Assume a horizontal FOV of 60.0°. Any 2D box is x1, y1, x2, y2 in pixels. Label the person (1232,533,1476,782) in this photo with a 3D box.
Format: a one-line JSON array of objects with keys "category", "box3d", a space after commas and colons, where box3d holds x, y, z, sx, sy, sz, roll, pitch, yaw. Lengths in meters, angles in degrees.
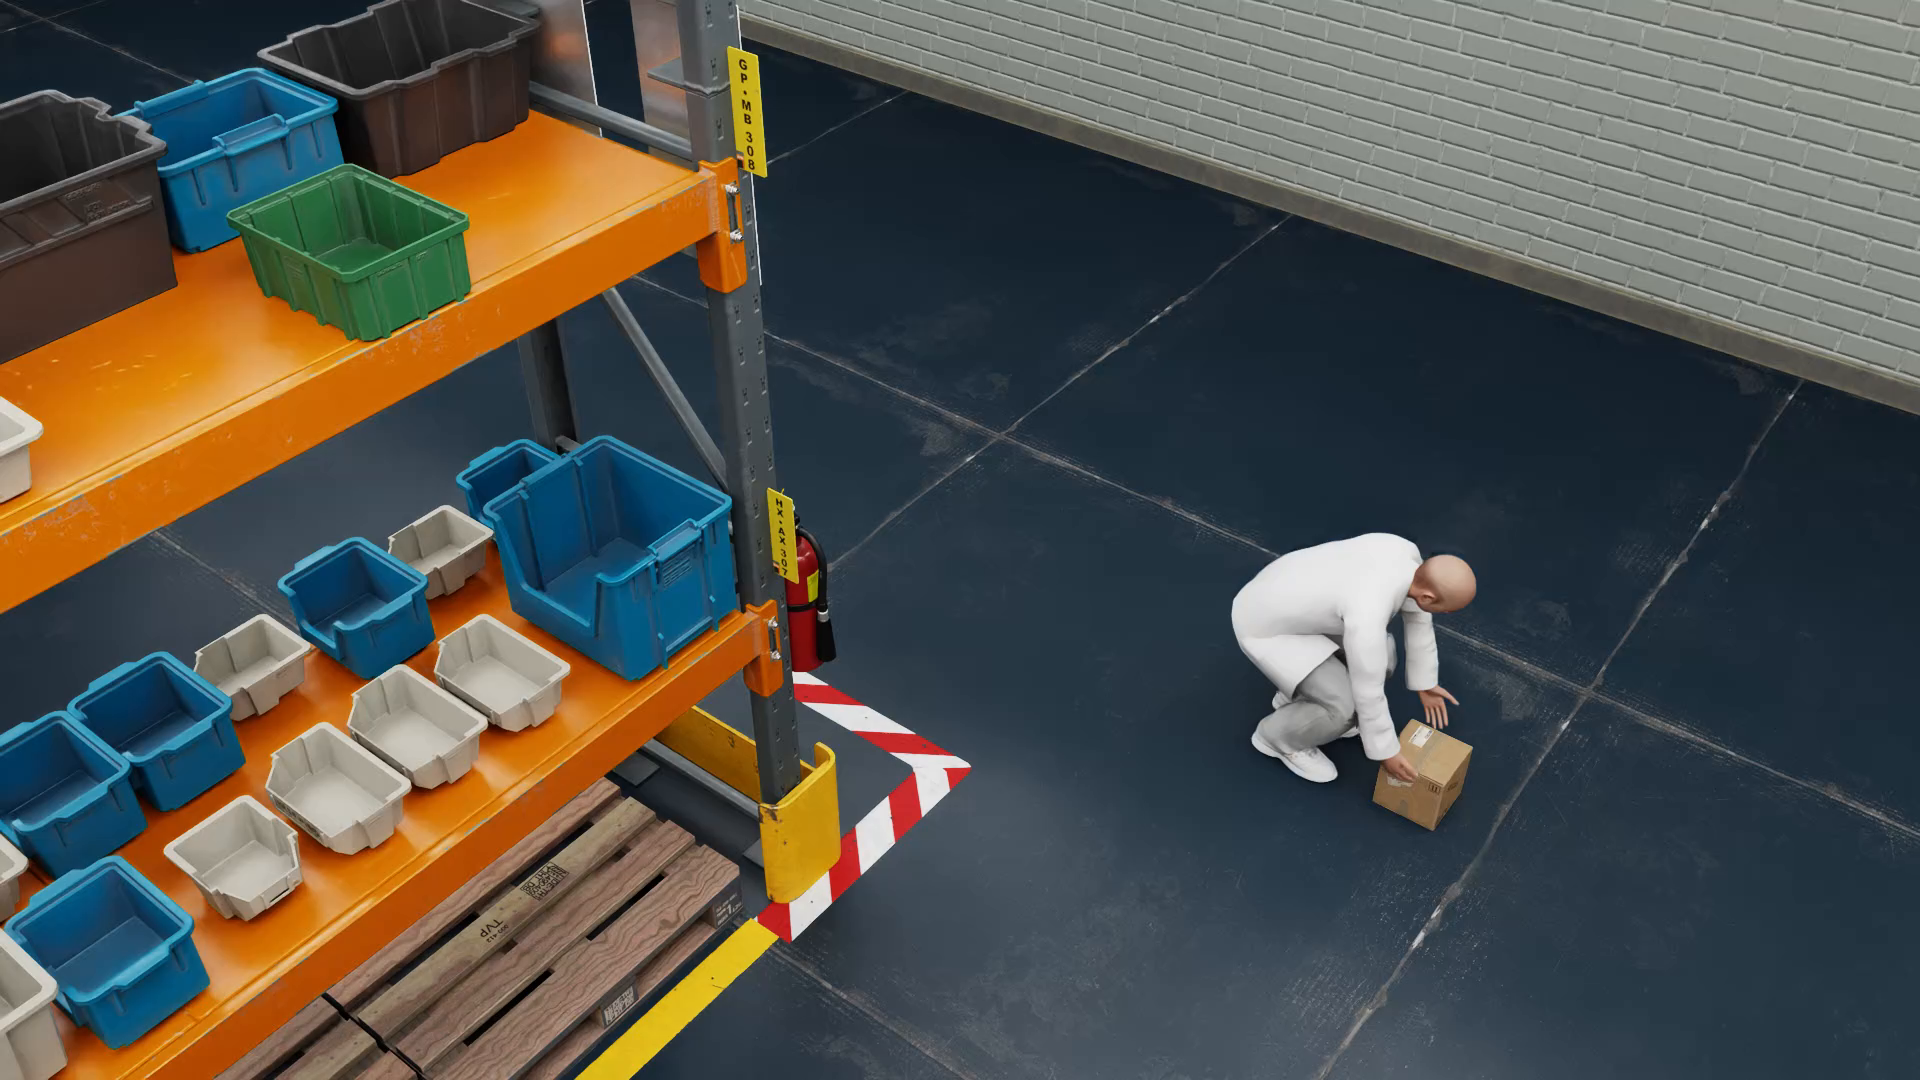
[{"category": "person", "box3d": [1.442, 0.402, 6.242, 0.877, 1.054, 0.608, 25, 45, 28]}]
